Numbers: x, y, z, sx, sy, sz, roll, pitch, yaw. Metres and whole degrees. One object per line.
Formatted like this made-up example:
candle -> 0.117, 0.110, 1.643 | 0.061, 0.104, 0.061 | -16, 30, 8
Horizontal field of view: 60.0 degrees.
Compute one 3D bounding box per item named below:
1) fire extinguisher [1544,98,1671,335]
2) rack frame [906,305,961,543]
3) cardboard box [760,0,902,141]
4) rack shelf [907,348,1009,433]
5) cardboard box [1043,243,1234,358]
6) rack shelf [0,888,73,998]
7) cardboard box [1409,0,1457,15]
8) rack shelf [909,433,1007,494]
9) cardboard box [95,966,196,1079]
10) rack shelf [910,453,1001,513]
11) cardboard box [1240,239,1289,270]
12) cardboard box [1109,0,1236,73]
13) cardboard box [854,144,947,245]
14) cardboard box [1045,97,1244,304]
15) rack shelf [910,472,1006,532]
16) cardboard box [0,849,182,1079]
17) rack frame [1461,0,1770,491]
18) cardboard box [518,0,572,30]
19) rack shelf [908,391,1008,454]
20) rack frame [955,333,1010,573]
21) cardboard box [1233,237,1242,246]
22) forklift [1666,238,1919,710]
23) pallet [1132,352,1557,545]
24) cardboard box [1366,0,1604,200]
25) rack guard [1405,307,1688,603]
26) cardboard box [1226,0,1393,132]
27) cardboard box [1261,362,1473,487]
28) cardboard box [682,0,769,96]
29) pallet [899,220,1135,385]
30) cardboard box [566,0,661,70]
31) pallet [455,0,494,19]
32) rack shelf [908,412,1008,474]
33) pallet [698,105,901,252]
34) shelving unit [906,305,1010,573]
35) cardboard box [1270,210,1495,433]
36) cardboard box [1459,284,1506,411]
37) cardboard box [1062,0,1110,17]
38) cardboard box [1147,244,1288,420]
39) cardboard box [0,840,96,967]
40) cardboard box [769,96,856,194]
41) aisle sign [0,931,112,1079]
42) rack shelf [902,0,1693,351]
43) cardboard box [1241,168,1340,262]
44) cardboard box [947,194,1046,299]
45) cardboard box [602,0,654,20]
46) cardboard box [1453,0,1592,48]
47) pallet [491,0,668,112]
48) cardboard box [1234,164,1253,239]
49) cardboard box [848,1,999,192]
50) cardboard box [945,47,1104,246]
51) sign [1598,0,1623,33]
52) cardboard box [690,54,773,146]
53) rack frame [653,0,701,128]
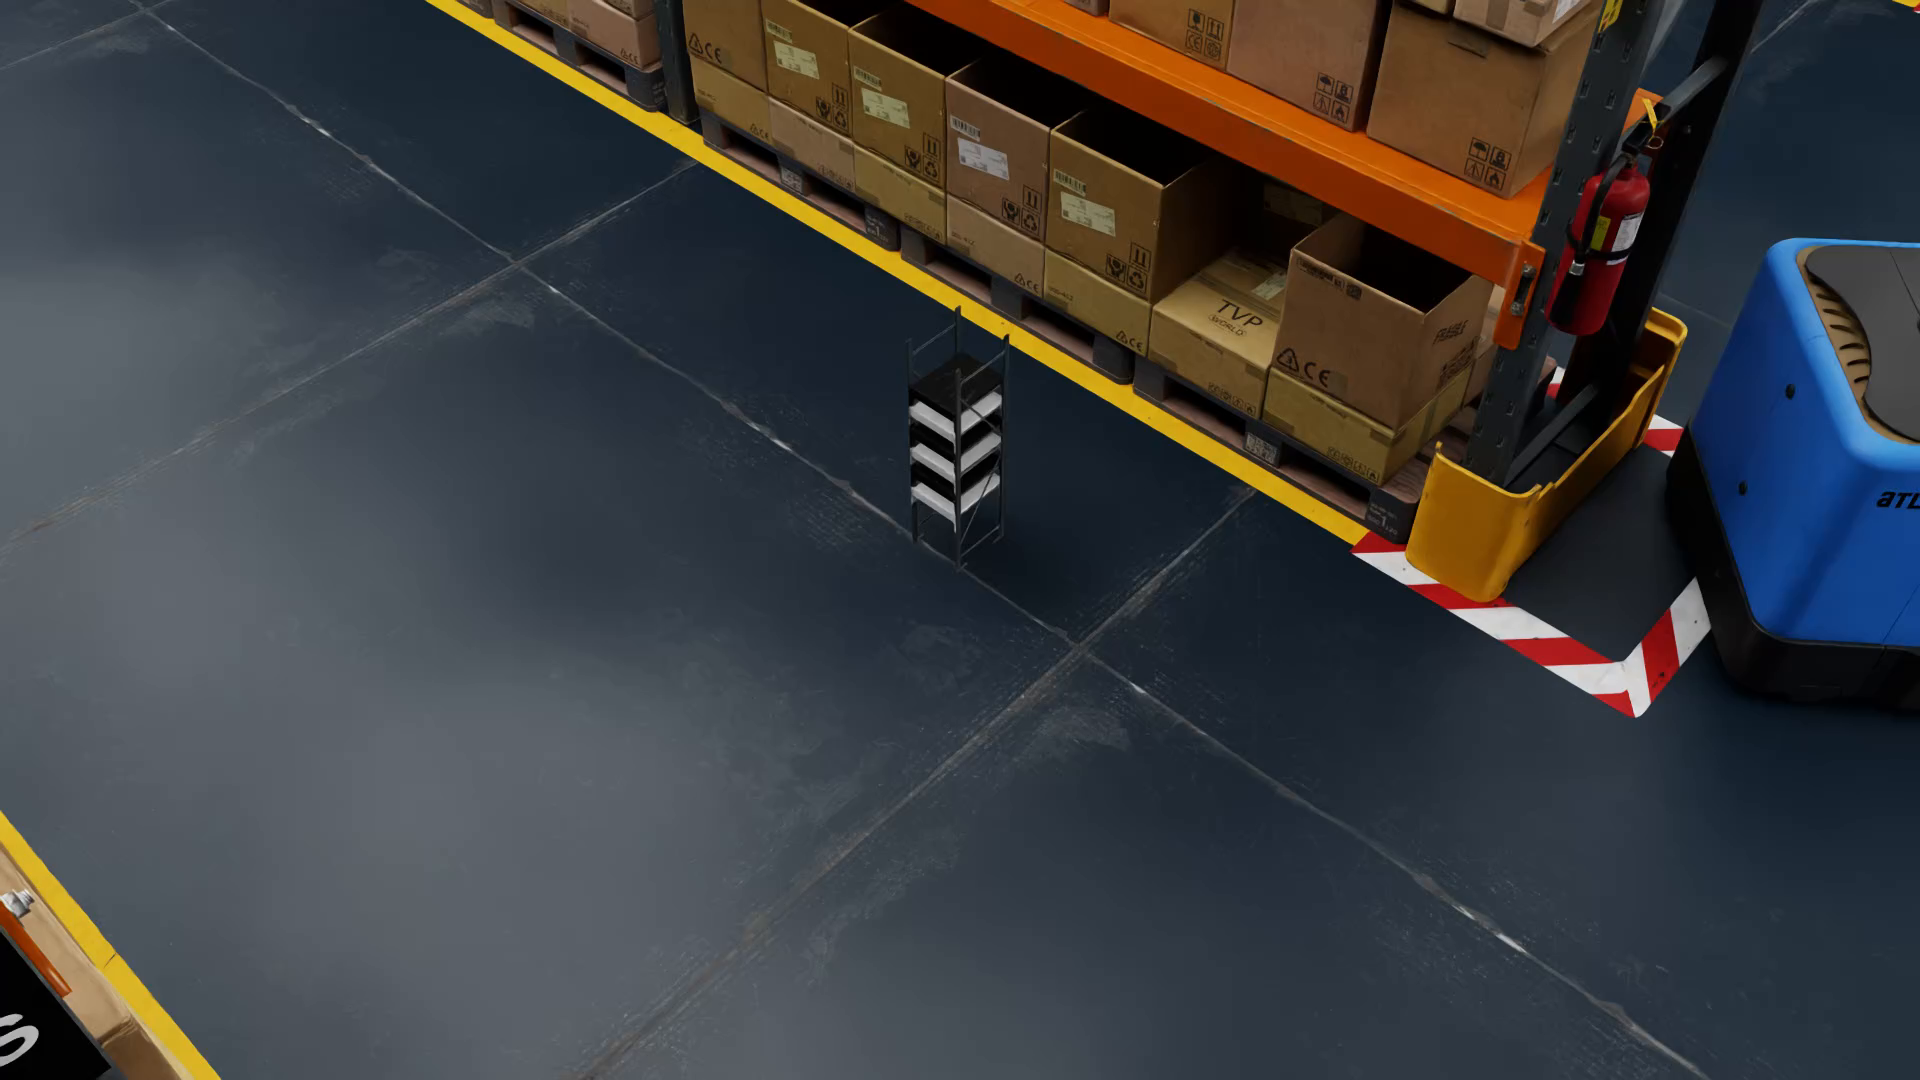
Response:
fire extinguisher -> 1.775, -0.873, 4.566 | 0.183, 0.674, 0.296 | 34, 55, 28
rack frame -> -0.081, -0.362, 5.473 | 0.006, 0.900, 0.240 | 34, 55, 28
cardboard box -> -0.435, -2.004, 6.658 | 0.500, 0.500, 0.500 | 34, 55, 28
rack shelf -> -0.006, -0.474, 5.253 | 0.200, 0.077, 0.258 | 34, 55, 28
cardboard box -> 0.664, -1.004, 6.233 | 0.500, 0.250, 0.500 | 34, 55, 28
rack shelf -> -2.824, -0.321, 2.430 | 4.000, 0.370, 1.077 | 34, 55, 28
cardboard box -> 1.400, -1.679, 4.755 | 0.250, 0.149, 0.380 | 35, 56, 28
rack shelf -> -0.006, -0.289, 5.450 | 0.200, 0.077, 0.258 | 34, 55, 28
cardboard box -> -1.497, 1.082, 2.766 | 0.500, 0.250, 0.500 | 32, 55, 27
rack shelf -> -0.006, -0.228, 5.516 | 0.200, 0.077, 0.258 | 34, 55, 28
cardboard box -> 1.390, -1.039, 6.266 | 0.500, 0.250, 0.500 | 34, 55, 28
cardboard box -> 0.919, -1.985, 5.487 | 0.500, 0.500, 0.700 | 34, 56, 28
cardboard box -> -0.073, -1.496, 6.695 | 0.500, 0.250, 0.500 | 34, 55, 28
cardboard box -> 0.662, -1.259, 5.958 | 0.500, 0.500, 0.500 | 34, 55, 28
rack shelf -> -0.006, -0.166, 5.581 | 0.200, 0.077, 0.258 | 34, 55, 28
cardboard box -> -1.501, 0.839, 2.479 | 0.500, 0.500, 0.500 | 34, 55, 28
rack frame -> 2.003, -1.207, 4.826 | 0.127, 3.000, 1.000 | 34, 55, 28
cardboard box -> -1.808, -2.688, 7.815 | 0.500, 0.250, 0.500 | 33, 55, 27
rack shelf -> -0.006, -0.412, 5.319 | 0.200, 0.077, 0.258 | 34, 55, 28
rack frame -> 0.069, -0.262, 5.379 | 0.006, 0.900, 0.240 | 34, 55, 28
cardboard box -> 1.023, -1.287, 6.499 | 0.500, 0.250, 0.500 | 34, 55, 28
forklift -> 3.965, -0.782, 4.473 | 3.031, 2.935, 1.130 | 3, 47, 3
pallet -> 1.413, -0.608, 6.176 | 1.213, 0.211, 1.003 | 34, 55, 28
cardboard box -> 1.669, -1.479, 5.013 | 0.500, 0.500, 0.700 | 34, 55, 28
rack guard -> 2.021, -0.340, 5.726 | 0.348, 0.500, 1.175 | 34, 55, 28
cardboard box -> 1.280, -1.736, 5.254 | 0.500, 0.500, 0.700 | 35, 56, 29
cardboard box -> 1.409, -0.517, 5.776 | 0.500, 0.250, 0.500 | 34, 55, 28
cardboard box -> -0.808, -2.247, 6.886 | 0.500, 0.500, 0.500 | 34, 55, 28
pallet -> 0.520, -1.212, 6.743 | 1.213, 0.211, 1.003 | 34, 55, 28
cardboard box -> -1.438, -2.437, 7.579 | 0.500, 0.250, 0.500 | 33, 55, 27
pallet -> -2.405, -3.177, 8.588 | 1.213, 0.211, 1.003 | 34, 55, 28
rack shelf -> -0.006, -0.351, 5.384 | 0.200, 0.077, 0.258 | 34, 55, 28
pallet -> -0.380, -1.815, 7.309 | 1.213, 0.211, 1.003 | 34, 55, 28
shelving unit -> -0.006, -0.312, 5.426 | 0.210, 0.900, 0.258 | 34, 55, 28
cardboard box -> 1.407, -0.772, 5.501 | 0.500, 0.500, 0.500 | 34, 55, 28
cardboard box -> 1.760, -0.794, 6.036 | 0.500, 0.250, 0.500 | 34, 55, 28
cardboard box -> 0.529, -2.243, 5.730 | 0.500, 0.500, 0.700 | 36, 56, 29
cardboard box -> 1.033, -0.757, 6.002 | 0.500, 0.250, 0.500 | 34, 55, 28
cardboard box -> -1.857, 0.589, 2.714 | 0.500, 0.500, 0.500 | 34, 55, 28
cardboard box -> -0.437, -1.746, 6.930 | 0.500, 0.250, 0.500 | 34, 55, 28
aisle sign -> -1.098, 0.433, 1.502 | 0.004, 0.787, 0.394 | 34, 55, 28
rack shelf -> 0.533, -1.950, 6.017 | 4.000, 0.370, 1.077 | 34, 55, 28
cardboard box -> 1.391, -1.297, 5.994 | 0.500, 0.500, 0.500 | 34, 55, 28
cardboard box -> 0.298, -1.252, 6.466 | 0.500, 0.250, 0.500 | 34, 55, 28
cardboard box -> -1.428, -2.626, 7.372 | 0.500, 0.311, 0.500 | 34, 55, 28
cardboard box -> 1.593, -1.550, 4.634 | 0.250, 0.149, 0.380 | 33, 55, 27
pallet -> -1.504, -2.574, 8.022 | 1.213, 0.211, 1.003 | 34, 55, 28
cardboard box -> 1.015, -1.537, 6.219 | 0.500, 0.500, 0.500 | 34, 55, 28
cardboard box -> -0.073, -1.753, 6.422 | 0.500, 0.500, 0.500 | 34, 55, 28
cardboard box -> 0.296, -1.507, 6.191 | 0.500, 0.500, 0.500 | 34, 55, 28
sign -> 1.625, -1.401, 4.051 | 0.005, 0.325, 0.100 | 34, 55, 28
cardboard box -> -0.801, -1.996, 7.164 | 0.500, 0.250, 0.500 | 34, 55, 28
rack frame -> -0.936, -3.185, 6.683 | 0.127, 3.000, 1.000 | 34, 55, 28
